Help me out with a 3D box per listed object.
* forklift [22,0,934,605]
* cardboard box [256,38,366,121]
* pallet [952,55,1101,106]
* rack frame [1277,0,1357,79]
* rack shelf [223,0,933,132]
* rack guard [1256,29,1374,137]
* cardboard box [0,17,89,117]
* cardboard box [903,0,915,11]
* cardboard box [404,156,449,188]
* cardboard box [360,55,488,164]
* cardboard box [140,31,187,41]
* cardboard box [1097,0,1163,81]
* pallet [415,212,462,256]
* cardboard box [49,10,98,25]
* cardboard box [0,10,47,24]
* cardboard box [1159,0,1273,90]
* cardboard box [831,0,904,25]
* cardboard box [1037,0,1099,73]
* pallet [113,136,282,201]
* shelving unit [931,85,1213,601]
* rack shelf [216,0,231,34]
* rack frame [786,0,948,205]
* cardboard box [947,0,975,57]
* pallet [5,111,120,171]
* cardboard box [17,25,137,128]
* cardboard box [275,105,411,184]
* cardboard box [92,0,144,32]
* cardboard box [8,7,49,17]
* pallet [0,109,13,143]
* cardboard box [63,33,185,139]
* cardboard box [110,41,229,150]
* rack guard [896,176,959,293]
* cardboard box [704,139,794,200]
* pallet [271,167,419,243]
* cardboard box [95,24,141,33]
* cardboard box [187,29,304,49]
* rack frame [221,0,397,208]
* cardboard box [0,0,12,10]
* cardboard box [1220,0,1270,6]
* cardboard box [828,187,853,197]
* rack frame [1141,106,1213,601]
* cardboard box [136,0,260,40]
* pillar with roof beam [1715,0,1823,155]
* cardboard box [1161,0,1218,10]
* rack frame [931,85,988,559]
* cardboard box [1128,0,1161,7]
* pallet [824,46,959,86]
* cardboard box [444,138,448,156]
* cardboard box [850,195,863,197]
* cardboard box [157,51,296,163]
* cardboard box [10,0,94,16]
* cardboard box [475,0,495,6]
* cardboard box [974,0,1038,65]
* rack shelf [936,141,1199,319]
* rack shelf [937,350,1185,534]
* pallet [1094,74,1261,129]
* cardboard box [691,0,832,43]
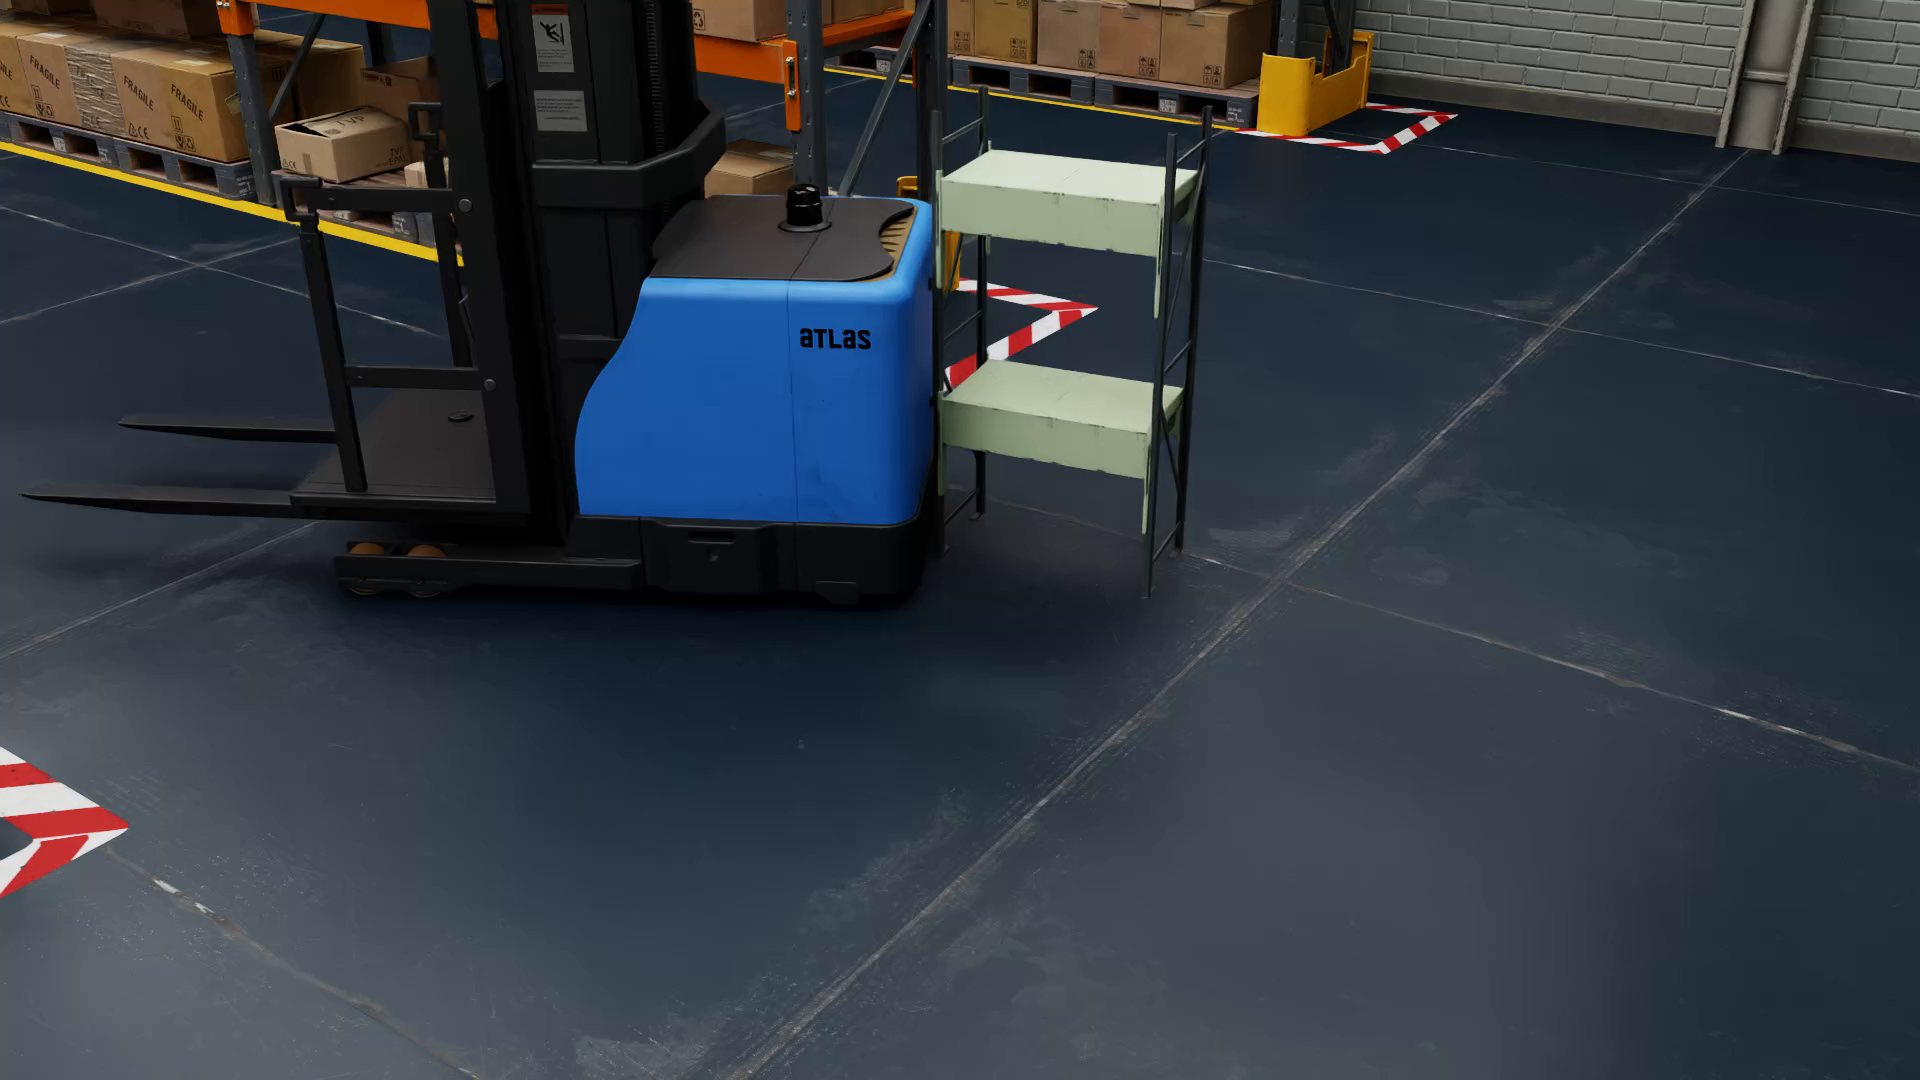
[{"bbox_3d":[-1.604,-1.356,5.183,3.031,2.935,1.130,2,27,4],"label":"forklift"},{"bbox_3d":[-3.945,-2.729,10.076,0.500,0.500,0.500,16,31,28],"label":"cardboard box"},{"bbox_3d":[0.710,-3.504,12.403,1.213,0.211,1.003,17,32,30],"label":"pallet"},{"bbox_3d":[2.414,-4.257,10.808,0.127,3.000,1.000,17,32,30],"label":"rack frame"},{"bbox_3d":[-2.036,-2.597,8.339,4.000,0.370,1.077,17,32,30],"label":"rack shelf"},{"bbox_3d":[2.434,-3.137,11.363,0.348,0.500,1.175,17,32,30],"label":"rack guard"},{"bbox_3d":[-5.923,-3.054,10.714,0.500,0.500,0.500,17,31,30],"label":"cardboard box"},{"bbox_3d":[-0.324,-4.127,12.845,0.500,0.500,0.700,18,32,31],"label":"cardboard box"},{"bbox_3d":[-2.742,-1.958,8.928,0.250,0.166,0.380,17,32,30],"label":"cardboard box"},{"bbox_3d":[-3.054,-2.473,9.573,0.500,0.500,0.500,17,32,30],"label":"cardboard box"},{"bbox_3d":[-4.799,-2.993,10.594,0.500,0.500,0.500,18,32,31],"label":"cardboard box"},{"bbox_3d":[1.368,-3.601,11.812,0.500,0.500,0.700,17,32,30],"label":"cardboard box"},{"bbox_3d":[-2.109,-1.699,8.856,1.213,0.211,1.003,17,32,30],"label":"pallet"},{"bbox_3d":[-5.651,-3.255,11.110,0.500,0.500,0.500,16,31,29],"label":"cardboard box"},{"bbox_3d":[-6.333,-3.184,10.971,0.500,0.500,0.500,16,31,29],"label":"cardboard box"},{"bbox_3d":[1.781,-3.473,11.559,0.500,0.500,0.700,17,32,30],"label":"cardboard box"},{"bbox_3d":[-0.604,-2.661,7.562,0.500,0.500,0.500,18,32,31],"label":"cardboard box"},{"bbox_3d":[0.953,-3.730,12.065,0.500,0.500,0.700,16,31,29],"label":"cardboard box"},{"bbox_3d":[-4.376,-2.383,10.200,1.213,0.211,1.003,17,32,30],"label":"pallet"},{"bbox_3d":[0.338,-0.624,5.322,0.755,1.500,0.431,11,29,21],"label":"shelving unit"},{"bbox_3d":[-5.333,-3.624,10.358,4.000,0.370,1.077,17,32,30],"label":"rack shelf"},{"bbox_3d":[-0.387,-2.404,7.167,0.127,3.000,1.000,17,32,30],"label":"rack frame"},{"bbox_3d":[0.088,-3.997,12.589,0.500,0.500,0.700,17,32,30],"label":"cardboard box"},{"bbox_3d":[-5.386,-2.696,10.816,1.213,0.211,1.003,17,32,30],"label":"pallet"},{"bbox_3d":[-5.490,-2.922,10.455,0.500,0.500,0.500,16,31,29],"label":"cardboard box"},{"bbox_3d":[-3.461,-2.240,9.325,0.500,0.311,0.500,17,32,30],"label":"cardboard box"},{"bbox_3d":[-5.183,-3.448,10.663,0.500,0.250,0.500,17,31,29],"label":"cardboard box"},{"bbox_3d":[-6.078,-3.388,11.371,0.500,0.500,0.500,19,32,32],"label":"cardboard box"},{"bbox_3d":[-6.387,-3.010,11.432,1.213,0.211,1.003,17,32,30],"label":"pallet"},{"bbox_3d":[-5.069,-2.792,10.200,0.500,0.500,0.500,18,32,31],"label":"cardboard box"},{"bbox_3d":[-4.656,-2.663,9.947,0.500,0.500,0.500,17,32,30],"label":"cardboard box"},{"bbox_3d":[-0.450,-1.310,7.772,0.348,0.500,1.175,17,32,30],"label":"rack guard"},{"bbox_3d":[-0.975,-1.534,7.728,0.500,0.500,0.500,17,32,30],"label":"cardboard box"},{"bbox_3d":[-3.119,-2.012,9.471,1.213,0.211,1.003,17,32,30],"label":"pallet"},{"bbox_3d":[-5.215,-3.123,10.850,0.500,0.500,0.500,16,31,28],"label":"cardboard box"},{"bbox_3d":[-4.391,-2.862,10.337,0.500,0.500,0.500,18,32,31],"label":"cardboard box"},{"bbox_3d":[-3.684,-3.431,9.185,0.127,3.000,1.000,17,32,30],"label":"rack frame"},{"bbox_3d":[-7.247,-3.914,12.085,0.500,0.311,0.500,19,32,32],"label":"cardboard box"},{"bbox_3d":[1.997,-3.804,11.496,0.250,0.149,0.380,18,32,31],"label":"cardboard box"},{"bbox_3d":[-0.744,-1.638,8.300,0.250,0.166,0.380,17,32,30],"label":"cardboard box"},{"bbox_3d":[0.674,-0.558,5.193,0.023,1.500,0.400,11,29,21],"label":"rack frame"},{"bbox_3d":[-4.769,-3.320,10.410,0.500,0.250,0.500,17,32,30],"label":"cardboard box"},{"bbox_3d":[2.692,-4.951,5.558,0.400,9.000,9.100,17,32,30],"label":"pillar with roof beam"},{"bbox_3d":[1.572,-3.727,11.343,0.250,0.149,0.380,17,31,30],"label":"cardboard box"},{"bbox_3d":[0.002,-0.689,5.451,0.023,1.500,0.400,11,29,21],"label":"rack frame"},{"bbox_3d":[1.361,-3.792,11.472,0.250,0.149,0.380,18,32,32],"label":"cardboard box"},{"bbox_3d":[-0.300,-3.817,13.018,1.213,0.211,1.003,17,32,30],"label":"pallet"},{"bbox_3d":[-2.711,-2.243,9.508,0.250,0.149,0.380,17,32,30],"label":"cardboard box"},{"bbox_3d":[-0.538,-1.566,8.178,0.250,0.149,0.380,17,32,30],"label":"cardboard box"},{"bbox_3d":[-4.253,-2.533,9.691,0.500,0.500,0.500,17,32,30],"label":"cardboard box"},{"bbox_3d":[-6.029,-3.709,11.176,0.500,0.250,0.500,19,32,32],"label":"cardboard box"},{"bbox_3d":[-2.163,-2.854,7.940,0.500,0.500,0.500,17,31,30],"label":"cardboard box"},{"bbox_3d":[0.510,-3.864,12.329,0.500,0.500,0.700,18,32,31],"label":"cardboard box"},{"bbox_3d":[0.338,-0.972,5.145,0.720,0.370,0.431,11,29,21],"label":"rack shelf"},{"bbox_3d":[0.338,-0.333,5.470,0.720,0.370,0.431,11,29,21],"label":"rack shelf"},{"bbox_3d":[1.711,-3.190,11.786,1.213,0.211,1.003,17,32,30],"label":"pallet"},{"bbox_3d":[-0.910,-2.462,7.170,0.500,0.500,0.500,18,32,32],"label":"cardboard box"}]
